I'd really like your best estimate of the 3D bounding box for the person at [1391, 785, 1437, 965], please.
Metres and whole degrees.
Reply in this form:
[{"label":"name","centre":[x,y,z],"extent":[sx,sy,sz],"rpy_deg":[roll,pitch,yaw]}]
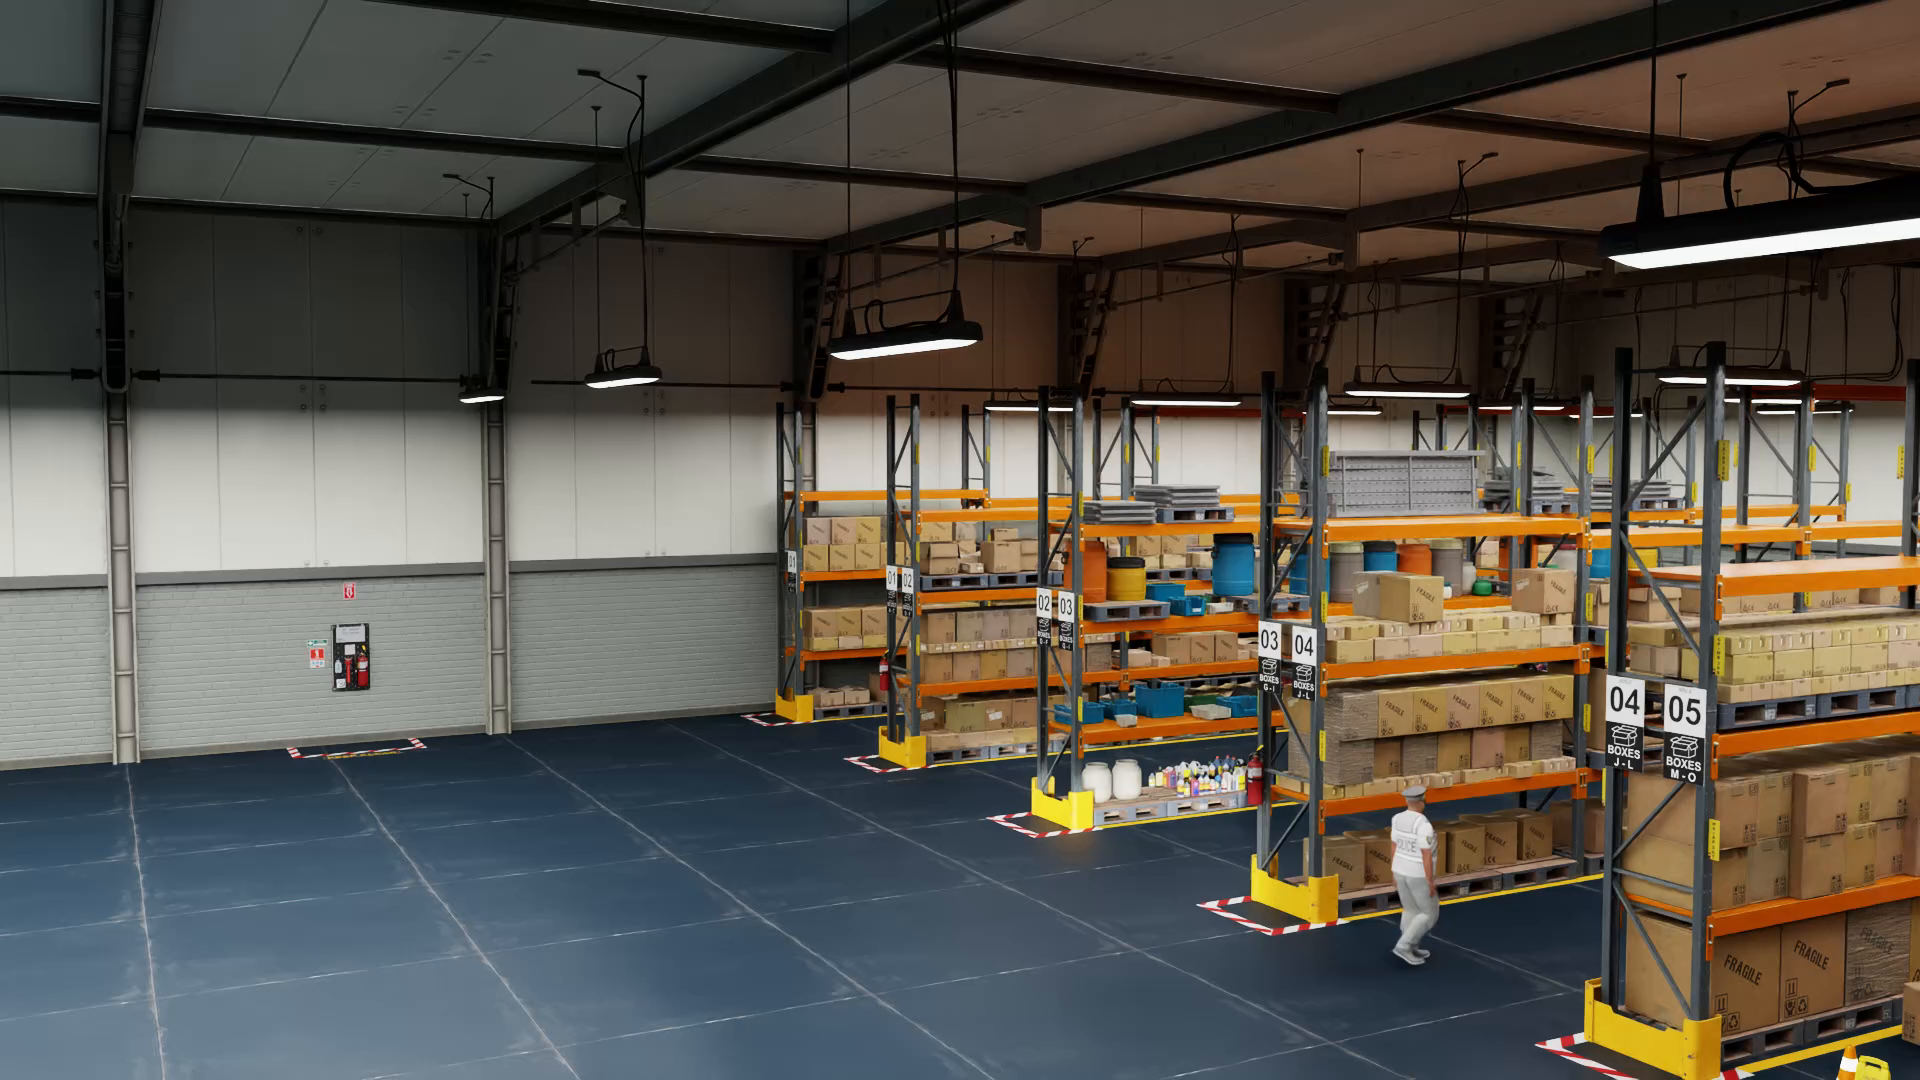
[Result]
[{"label":"person","centre":[4.521,3.349,16.630],"extent":[0.565,1.755,0.578],"rpy_deg":[-2,4,-25]}]
